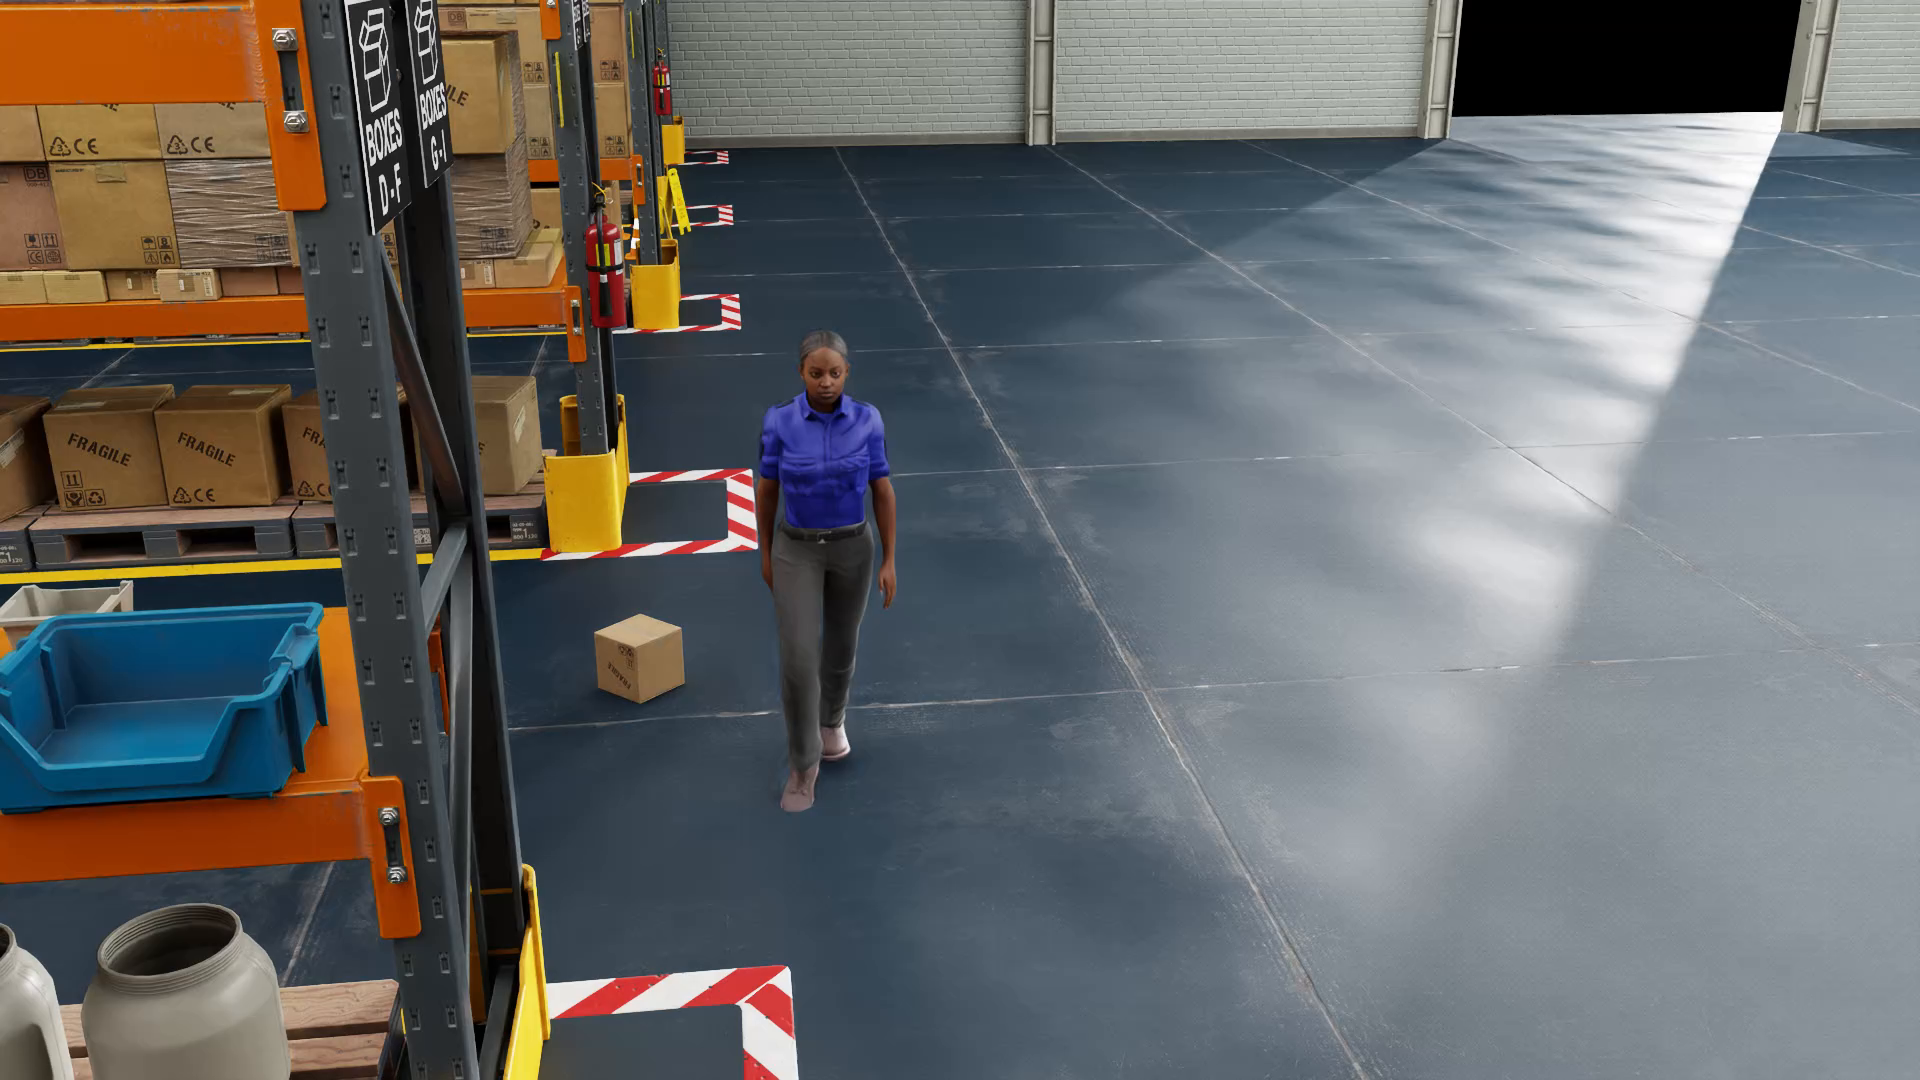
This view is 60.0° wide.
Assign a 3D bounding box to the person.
[{"bbox_3d":[-0.466,0.095,5.873,0.469,1.723,0.571,-5,21,-14],"label":"person"}]
